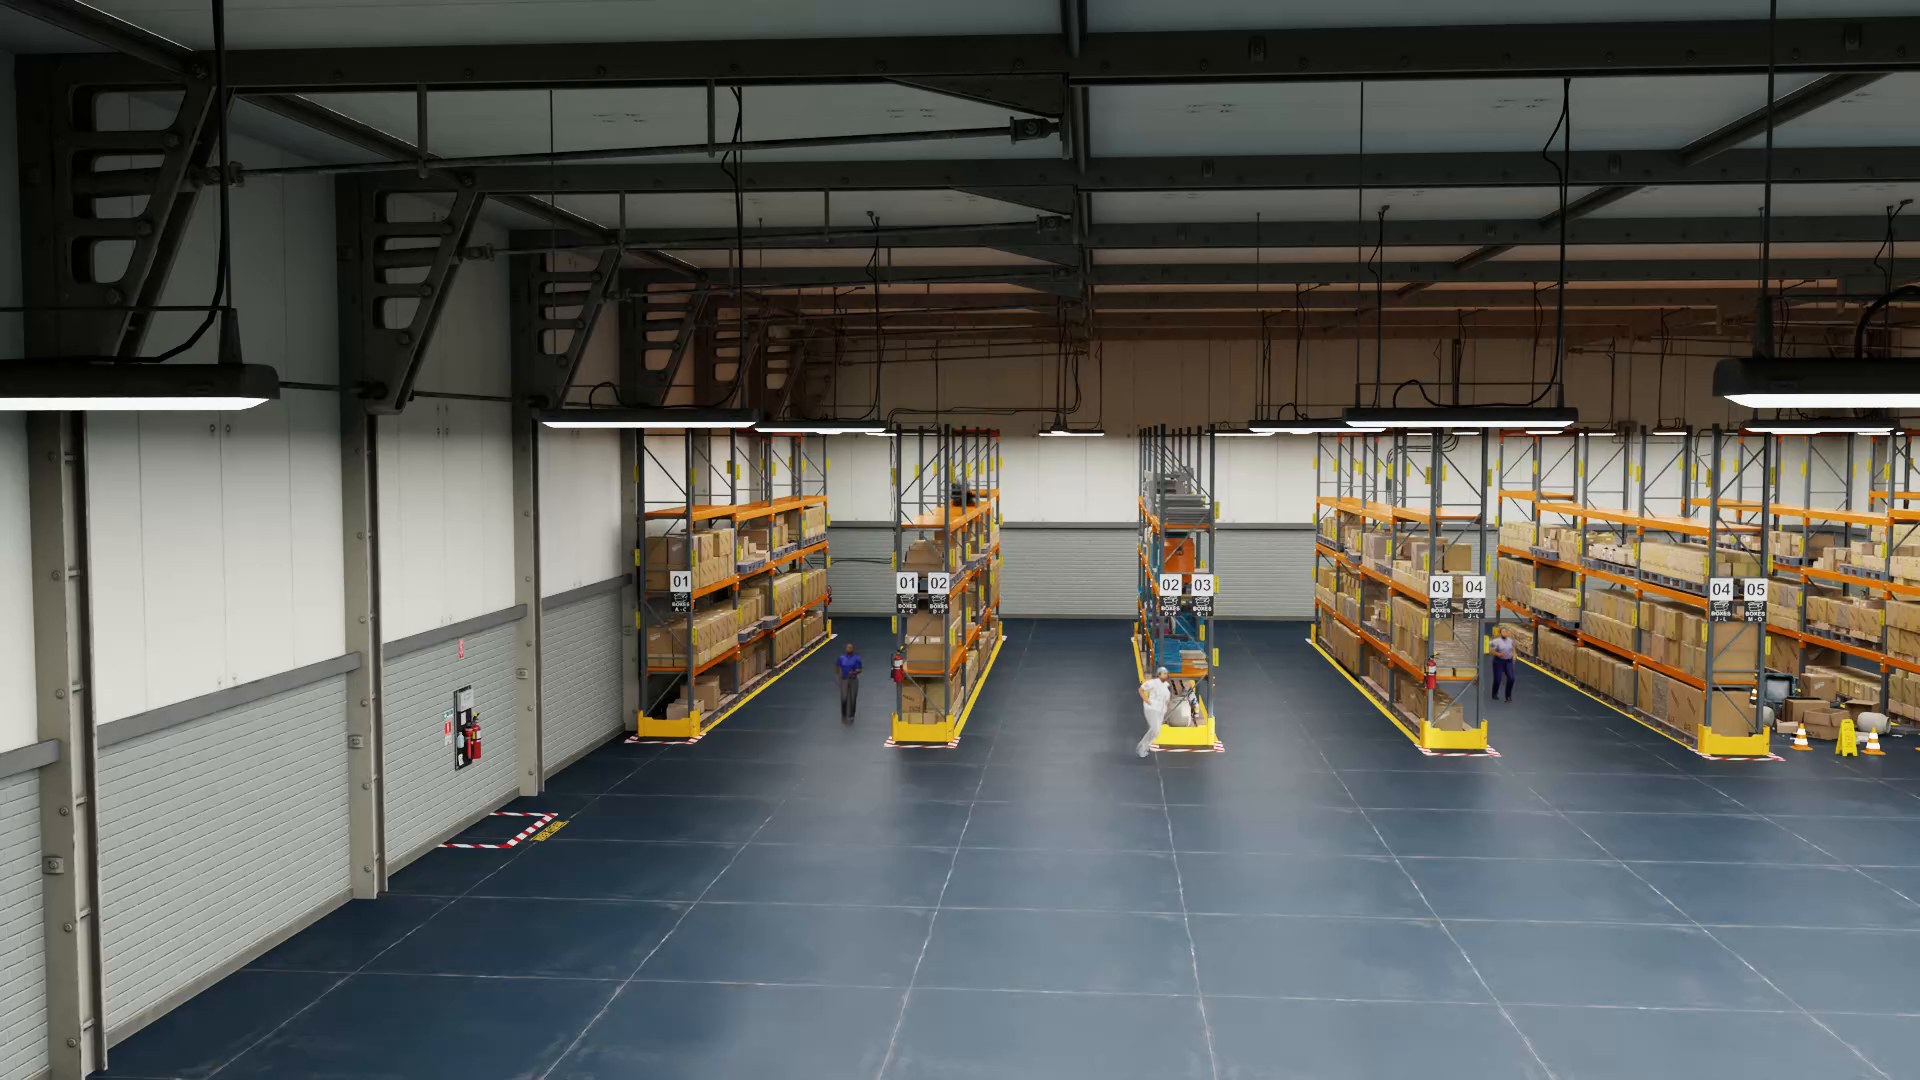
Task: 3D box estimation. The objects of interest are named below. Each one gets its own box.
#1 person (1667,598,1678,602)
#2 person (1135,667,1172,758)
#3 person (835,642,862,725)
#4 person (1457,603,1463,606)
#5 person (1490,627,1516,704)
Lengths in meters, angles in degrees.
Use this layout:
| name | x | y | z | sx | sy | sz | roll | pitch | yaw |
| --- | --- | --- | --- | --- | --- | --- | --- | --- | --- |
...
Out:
| name | x | y | z | sx | sy | sz | roll | pitch | yaw |
| --- | --- | --- | --- | --- | --- | --- | --- | --- | --- |
| person | 20.292 | 1.967 | 47.238 | 0.963 | 1.707 | 0.715 | 3 | 4 | 37 |
| person | 3.507 | 3.098 | 29.966 | 0.686 | 1.627 | 0.603 | -3 | 4 | -39 |
| person | -2.227 | 2.876 | 33.261 | 0.546 | 1.653 | 0.676 | 0 | 3 | -4 |
| person | 13.634 | 2.145 | 45.588 | 0.609 | 1.644 | 0.881 | 1 | 4 | 14 |
| person | 11.782 | 2.733 | 36.037 | 0.625 | 1.713 | 0.712 | 0 | 3 | -4 |
